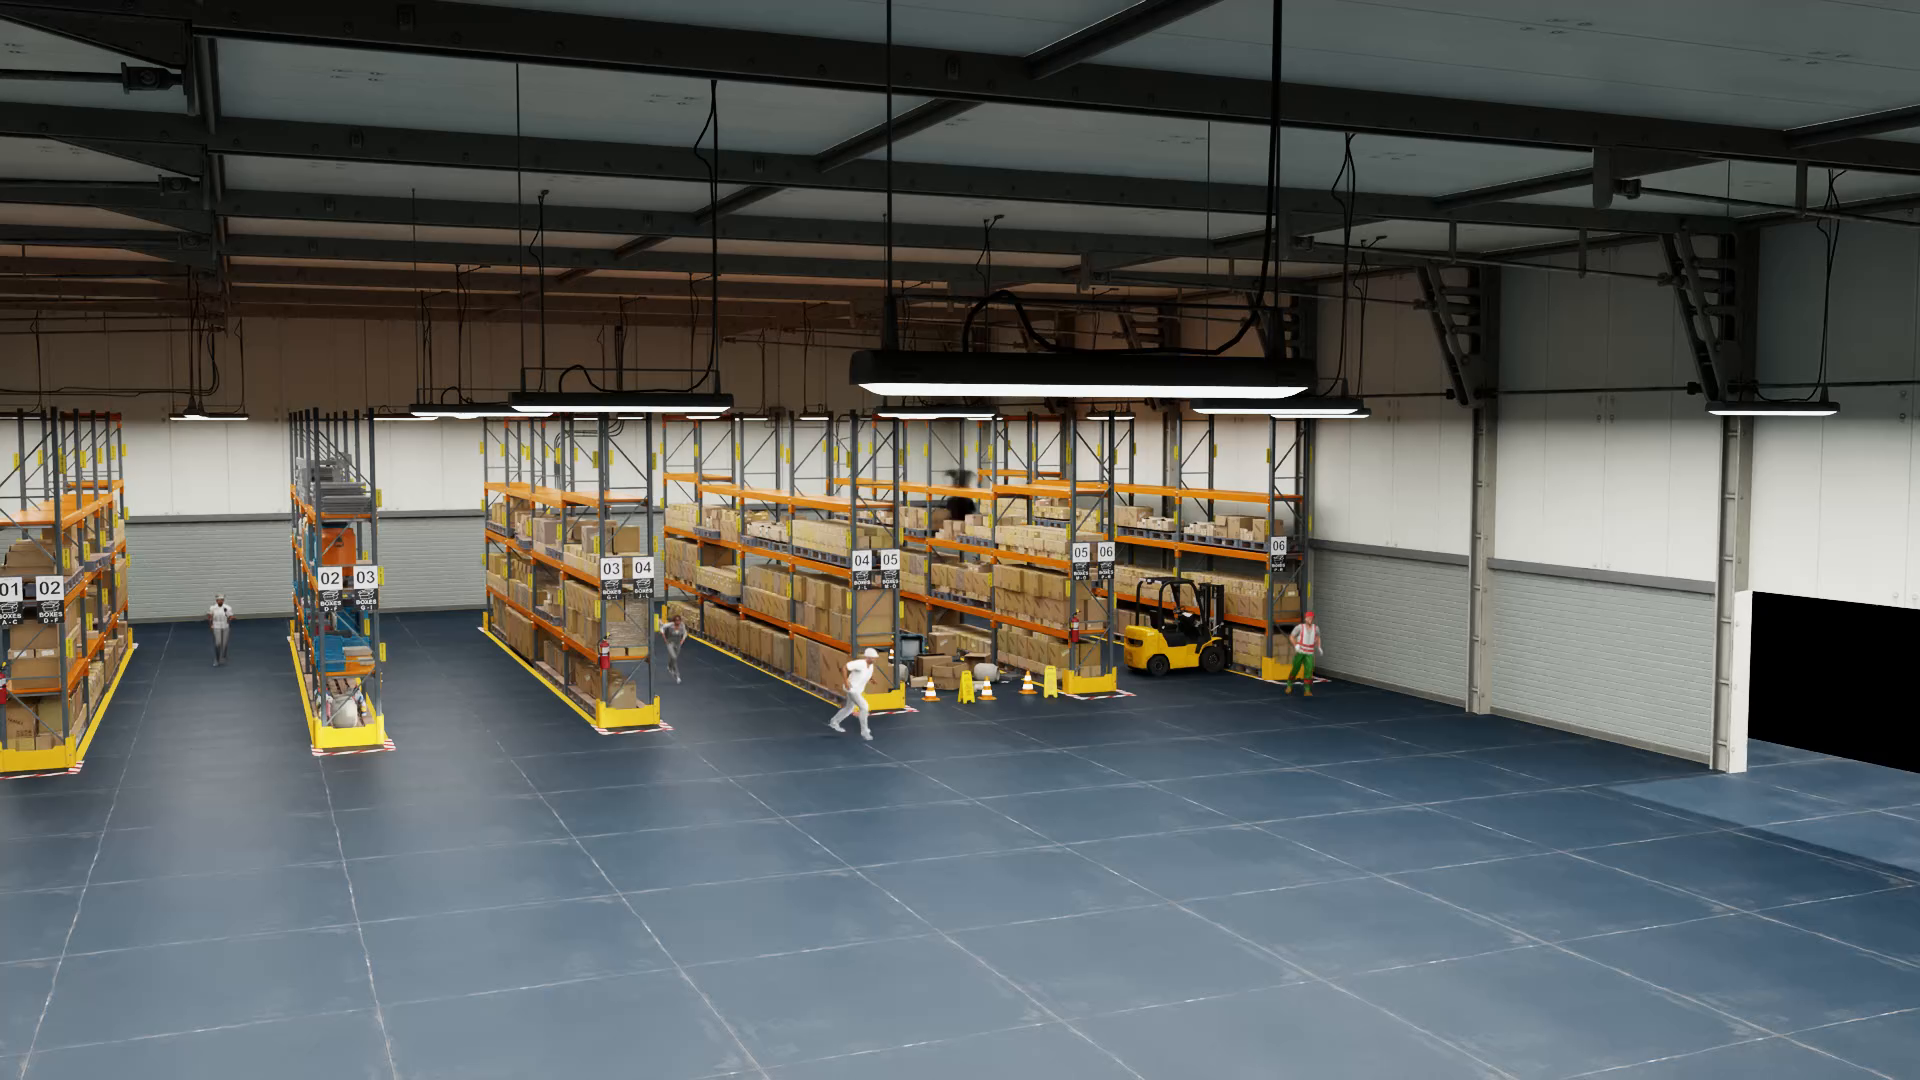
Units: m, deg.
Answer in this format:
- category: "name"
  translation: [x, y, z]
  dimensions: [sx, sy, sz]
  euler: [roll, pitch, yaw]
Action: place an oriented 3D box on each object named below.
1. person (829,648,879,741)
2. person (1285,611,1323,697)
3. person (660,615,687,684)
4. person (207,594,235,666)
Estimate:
- category: "person"
  translation: [-1.940, 2.716, 30.197]
  dimensions: [1.050, 1.552, 0.747]
  euler: [2, 5, 28]
- category: "person"
  translation: [7.234, 2.365, 34.673]
  dimensions: [0.710, 1.768, 1.010]
  euler: [-1, 4, -7]
- category: "person"
  translation: [-6.384, 2.390, 36.998]
  dimensions: [0.578, 1.547, 0.917]
  euler: [-1, 4, -20]
- category: "person"
  translation: [-17.528, 2.130, 39.469]
  dimensions: [0.587, 1.719, 0.721]
  euler: [-2, 4, -27]
